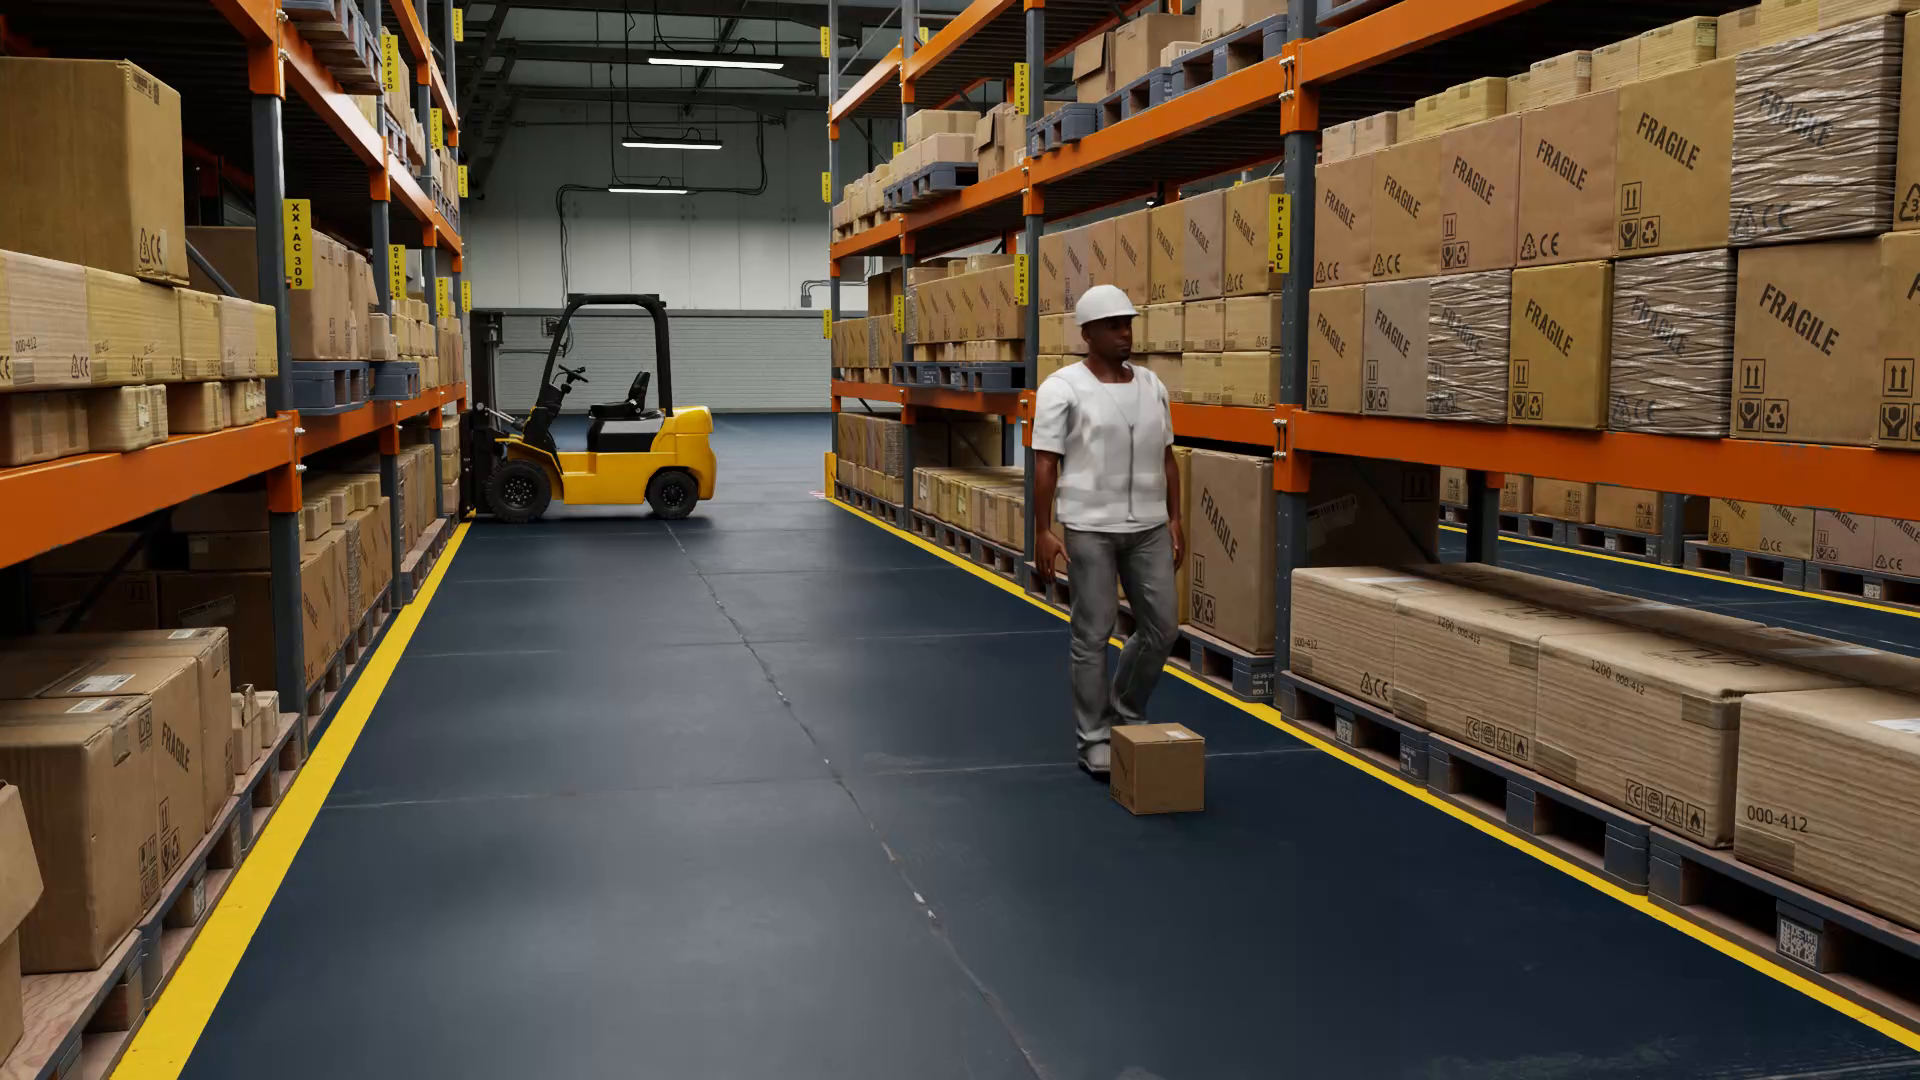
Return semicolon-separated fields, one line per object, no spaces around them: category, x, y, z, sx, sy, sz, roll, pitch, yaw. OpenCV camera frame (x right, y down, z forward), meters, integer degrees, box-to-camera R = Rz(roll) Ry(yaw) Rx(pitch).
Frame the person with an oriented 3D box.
person;0.545;-0.028;6.088;0.597;1.794;0.454;-2;7;-22
